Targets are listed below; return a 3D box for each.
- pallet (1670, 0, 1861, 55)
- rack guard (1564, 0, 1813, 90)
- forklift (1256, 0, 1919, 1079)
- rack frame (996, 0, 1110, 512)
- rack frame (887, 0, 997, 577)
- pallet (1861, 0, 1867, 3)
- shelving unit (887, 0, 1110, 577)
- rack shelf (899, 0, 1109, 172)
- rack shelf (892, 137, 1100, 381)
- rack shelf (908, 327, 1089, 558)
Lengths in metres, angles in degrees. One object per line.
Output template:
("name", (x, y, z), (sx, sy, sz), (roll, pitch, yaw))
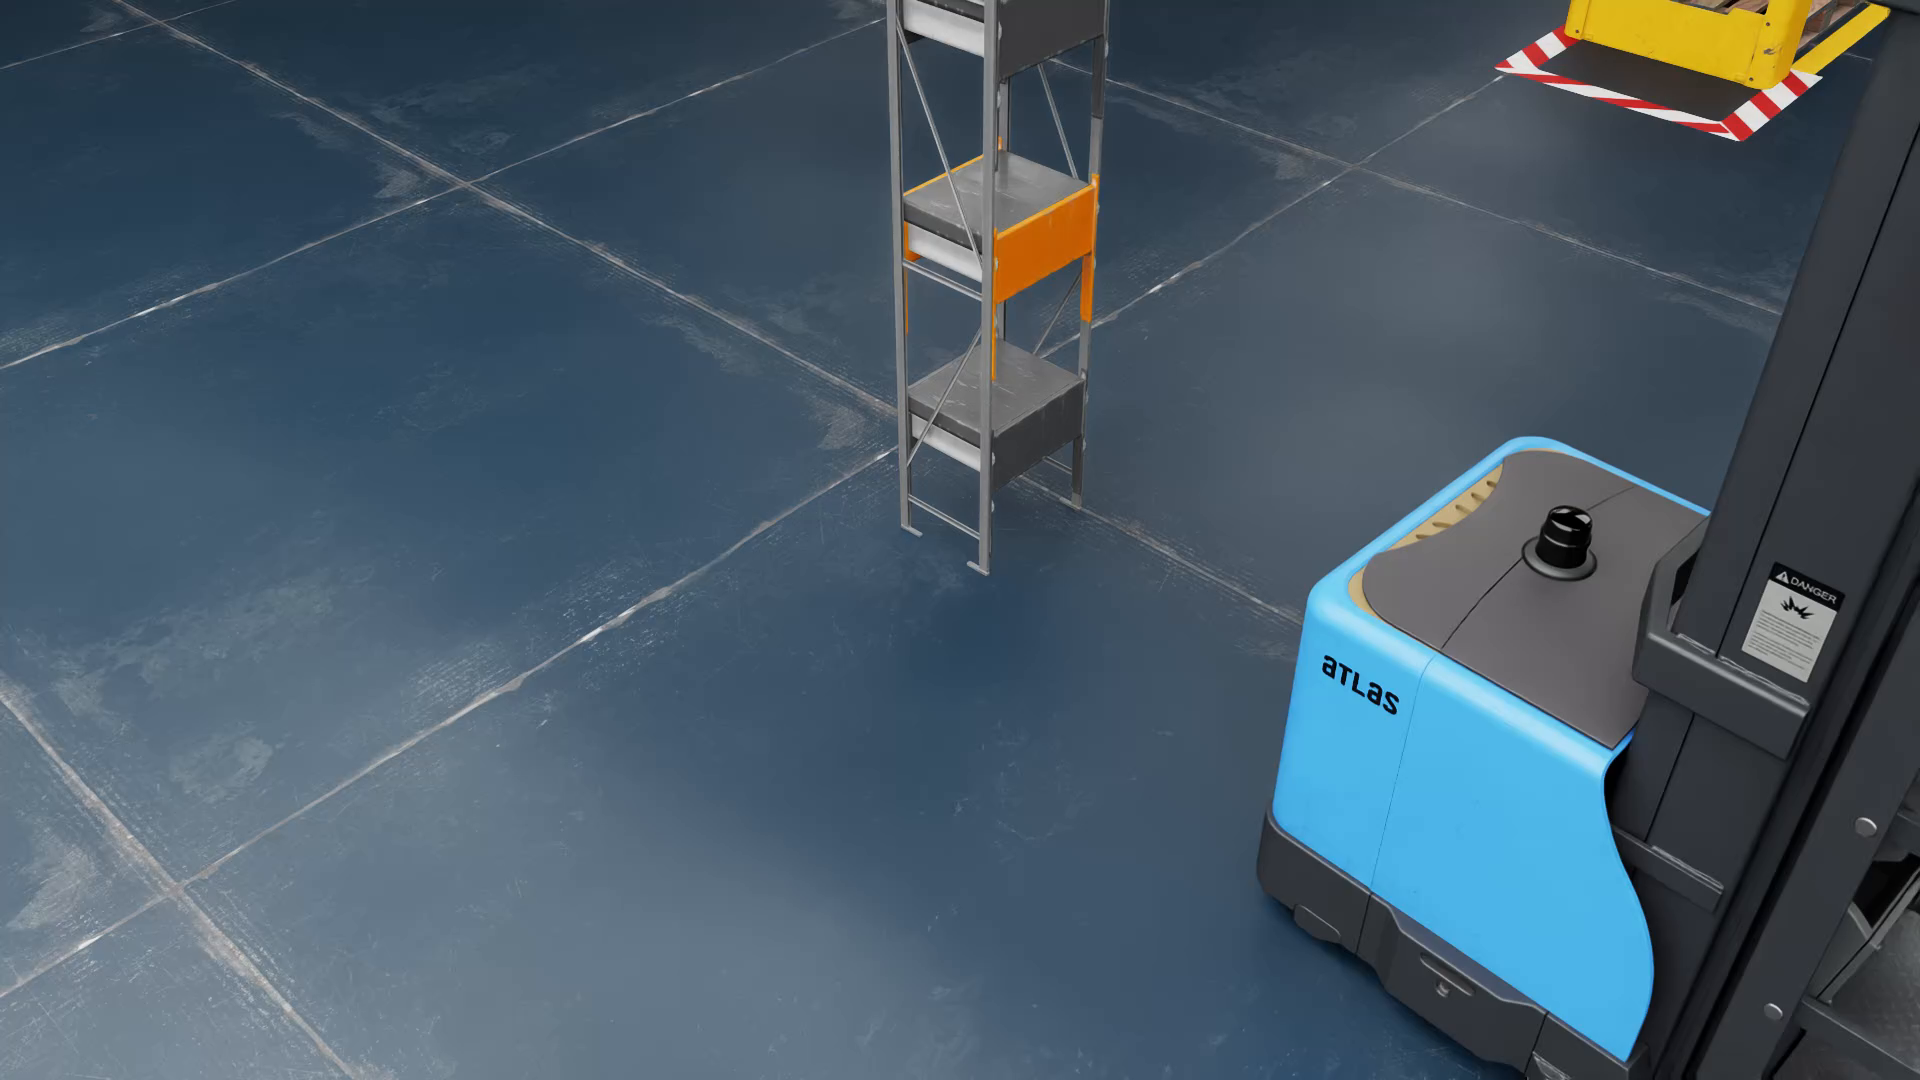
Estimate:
("pallet", (4.459, -3.123, 9.507), (1.003, 0.211, 1.213), (30, 47, 32))
("rack guard", (3.907, -2.865, 8.951), (1.175, 0.500, 0.348), (30, 47, 32))
("forklift", (2.187, 0.261, 3.067), (1.130, 2.935, 3.031), (-31, 48, -33))
("rack frame", (0.276, -1.010, 5.333), (0.400, 2.100, 0.015), (30, 47, 32))
("rack frame", (-0.053, -0.786, 5.051), (0.400, 2.100, 0.015), (30, 47, 32))
("pallet", (5.282, -3.680, 10.209), (1.003, 0.211, 1.213), (30, 47, 32))
("shelving unit", (0.112, -0.898, 5.192), (0.431, 2.100, 0.503), (30, 47, 32))
("rack shelf", (0.112, -1.435, 4.765), (0.431, 0.518, 0.480), (30, 47, 32))
("rack shelf", (0.112, -0.887, 5.201), (0.431, 0.518, 0.480), (30, 47, 32))
("rack shelf", (0.112, -0.339, 5.636), (0.431, 0.518, 0.480), (30, 47, 32))
